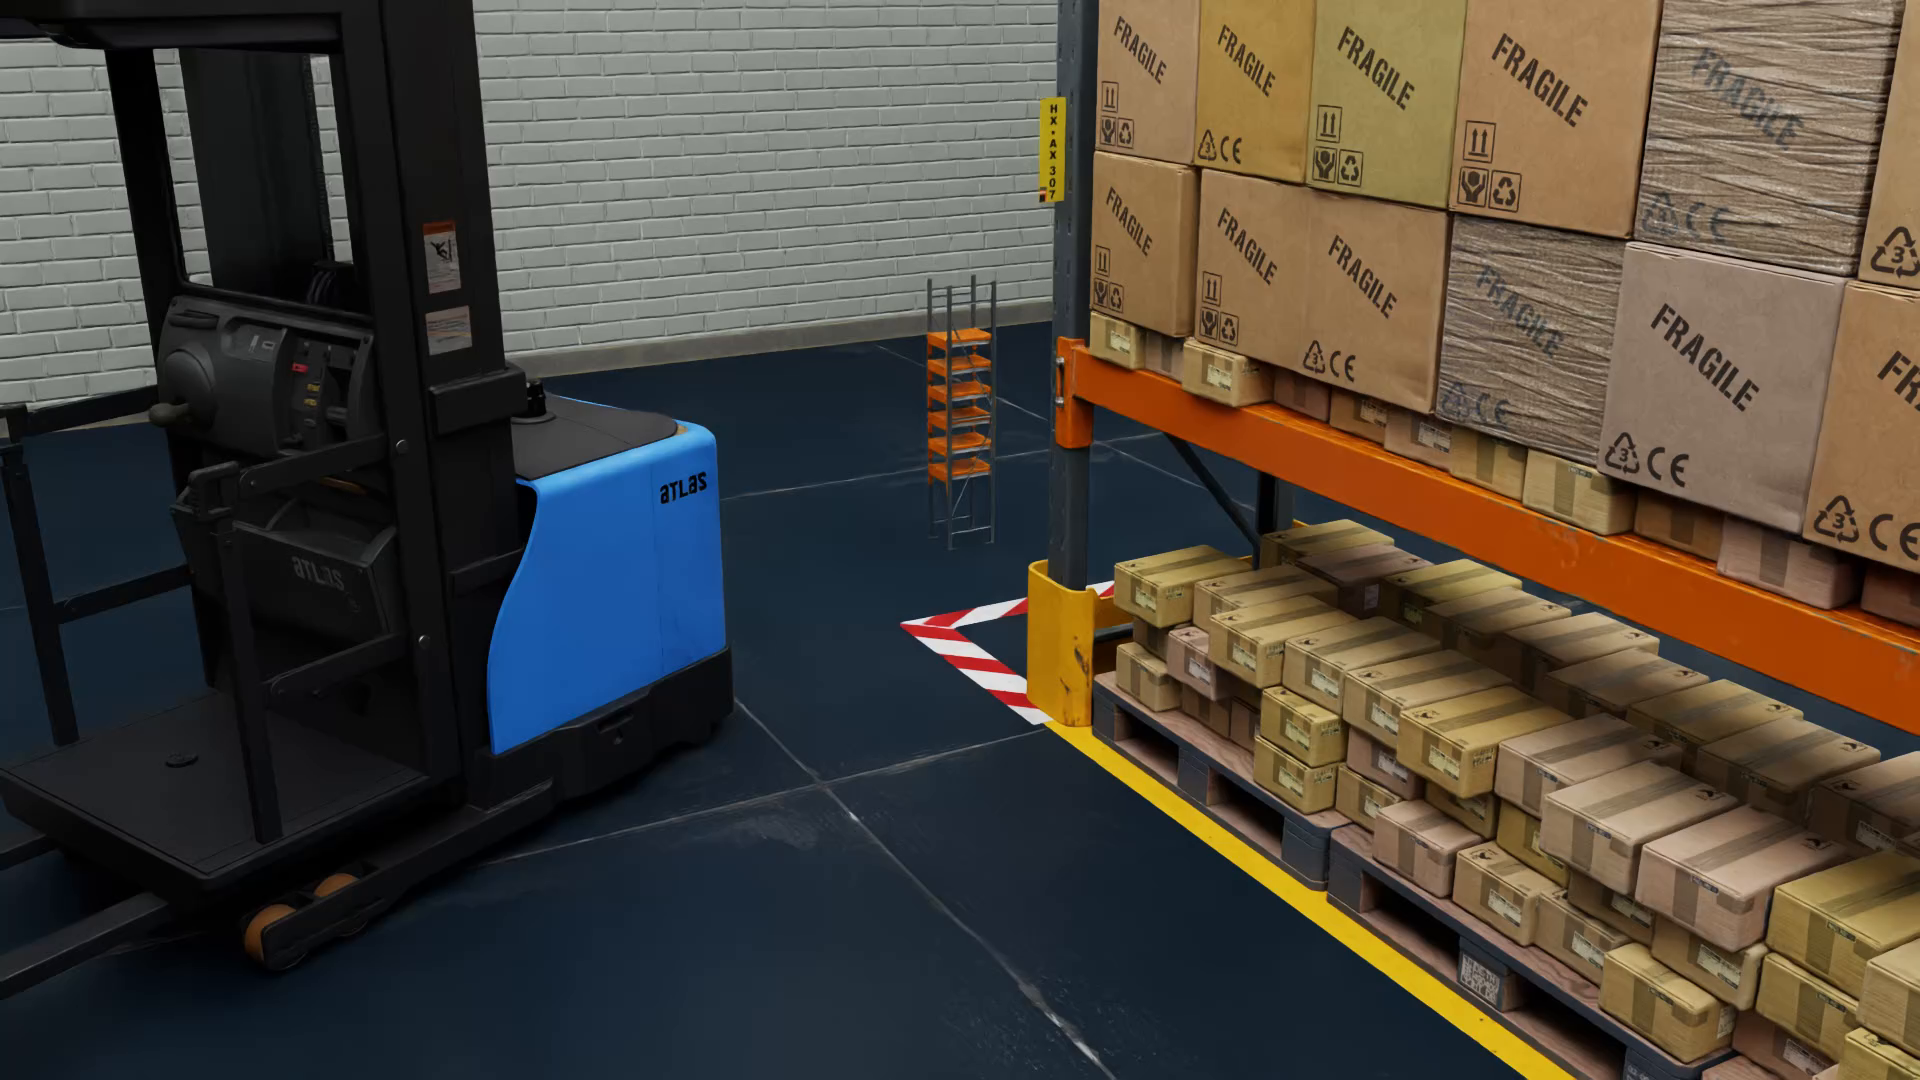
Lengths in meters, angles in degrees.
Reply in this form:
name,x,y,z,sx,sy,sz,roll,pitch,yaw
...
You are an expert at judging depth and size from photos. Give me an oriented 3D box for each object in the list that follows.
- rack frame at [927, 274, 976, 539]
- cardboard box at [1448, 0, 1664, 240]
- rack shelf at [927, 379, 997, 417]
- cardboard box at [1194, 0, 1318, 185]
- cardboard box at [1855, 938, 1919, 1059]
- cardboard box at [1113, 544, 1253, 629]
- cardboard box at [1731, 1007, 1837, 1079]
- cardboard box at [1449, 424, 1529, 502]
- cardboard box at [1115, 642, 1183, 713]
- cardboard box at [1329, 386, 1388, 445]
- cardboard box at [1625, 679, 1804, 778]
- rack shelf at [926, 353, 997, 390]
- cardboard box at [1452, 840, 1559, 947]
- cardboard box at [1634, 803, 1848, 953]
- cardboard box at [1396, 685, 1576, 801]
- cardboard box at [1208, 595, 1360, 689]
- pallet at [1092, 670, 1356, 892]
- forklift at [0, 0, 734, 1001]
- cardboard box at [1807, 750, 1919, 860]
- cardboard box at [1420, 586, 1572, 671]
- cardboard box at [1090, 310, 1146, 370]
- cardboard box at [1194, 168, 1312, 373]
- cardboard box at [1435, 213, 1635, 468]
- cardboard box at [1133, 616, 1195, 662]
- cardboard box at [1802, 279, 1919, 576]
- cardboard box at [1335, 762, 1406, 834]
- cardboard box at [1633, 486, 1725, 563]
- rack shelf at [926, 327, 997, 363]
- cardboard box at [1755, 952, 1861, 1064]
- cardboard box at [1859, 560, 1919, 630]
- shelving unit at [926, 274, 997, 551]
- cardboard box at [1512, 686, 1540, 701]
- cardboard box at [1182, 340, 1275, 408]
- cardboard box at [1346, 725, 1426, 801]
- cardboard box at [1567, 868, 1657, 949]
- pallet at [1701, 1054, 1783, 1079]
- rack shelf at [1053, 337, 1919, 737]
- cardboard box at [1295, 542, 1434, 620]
name,x,y,z,sx,sy,sz,roll,pitch,yaw
rack frame,-0.037,-0.589,7.500,0.240,1.200,0.006,-10,21,-27
cardboard box,1.473,-0.971,3.705,0.500,0.500,0.500,-11,22,-28
rack shelf,0.007,-0.634,7.399,0.258,0.103,0.180,-10,21,-27
cardboard box,1.001,-1.270,4.570,0.500,0.500,0.500,-9,21,-25
cardboard box,1.997,0.894,3.257,0.380,0.149,0.250,-10,22,-27
cardboard box,0.726,0.148,5.418,0.380,0.149,0.250,-11,22,-29
cardboard box,1.939,1.067,3.668,0.380,0.149,0.250,-11,22,-28
cardboard box,1.427,-0.220,4.057,0.380,0.149,0.250,-9,21,-25
cardboard box,0.743,0.426,5.524,0.380,0.149,0.250,-10,21,-26
cardboard box,1.230,-0.373,4.500,0.380,0.149,0.250,-10,22,-27
cardboard box,1.975,0.510,4.370,0.380,0.149,0.250,-10,21,-26
rack shelf,0.007,-0.748,7.360,0.258,0.103,0.180,-10,21,-27
cardboard box,1.489,0.868,4.243,0.380,0.149,0.250,-10,21,-27
cardboard box,1.732,0.744,3.692,0.380,0.149,0.250,-11,22,-29
cardboard box,1.368,0.523,4.332,0.380,0.149,0.250,-10,21,-26
cardboard box,0.970,0.301,4.976,0.380,0.149,0.250,-10,21,-27
pallet,1.167,0.656,5.407,1.003,0.211,1.213,-10,21,-27
forklift,-2.034,-0.436,4.401,1.130,2.935,3.031,13,23,33
cardboard box,2.259,0.652,3.958,0.380,0.149,0.250,-9,21,-26
cardboard box,1.621,0.278,5.043,0.380,0.149,0.250,-11,22,-29
cardboard box,0.641,-0.660,5.332,0.380,0.149,0.250,-10,21,-27
cardboard box,1.023,-0.789,4.711,0.500,0.500,0.500,-10,21,-27
cardboard box,1.492,-0.501,3.877,0.500,0.500,0.500,-11,22,-28
cardboard box,0.799,0.276,5.504,0.380,0.149,0.250,-9,21,-24
cardboard box,1.952,-0.207,3.023,0.500,0.500,0.500,-11,22,-28
cardboard box,1.293,0.708,4.709,0.380,0.149,0.250,-10,21,-27
cardboard box,1.711,-0.077,3.642,0.380,0.149,0.250,-10,22,-27
rack shelf,0.007,-0.861,7.321,0.258,0.103,0.180,-10,21,-27
cardboard box,1.931,0.956,3.534,0.380,0.149,0.250,-10,21,-26
cardboard box,1.979,0.071,3.213,0.380,0.149,0.250,-11,22,-28
shelving unit,0.007,-0.563,7.424,0.258,1.200,0.189,-10,21,-27
cardboard box,1.783,0.489,4.888,0.380,0.149,0.250,-10,21,-26
cardboard box,0.879,-0.508,4.891,0.380,0.149,0.250,-11,22,-28
cardboard box,1.309,0.572,4.647,0.380,0.149,0.250,-11,22,-29
cardboard box,1.683,0.805,3.969,0.380,0.149,0.250,-11,22,-29
pallet,2.325,1.356,3.377,1.003,0.211,1.213,-10,21,-27
rack shelf,1.726,-0.009,4.161,1.077,0.370,4.000,-10,21,-27
cardboard box,1.319,0.139,5.445,0.380,0.149,0.250,-10,21,-26
